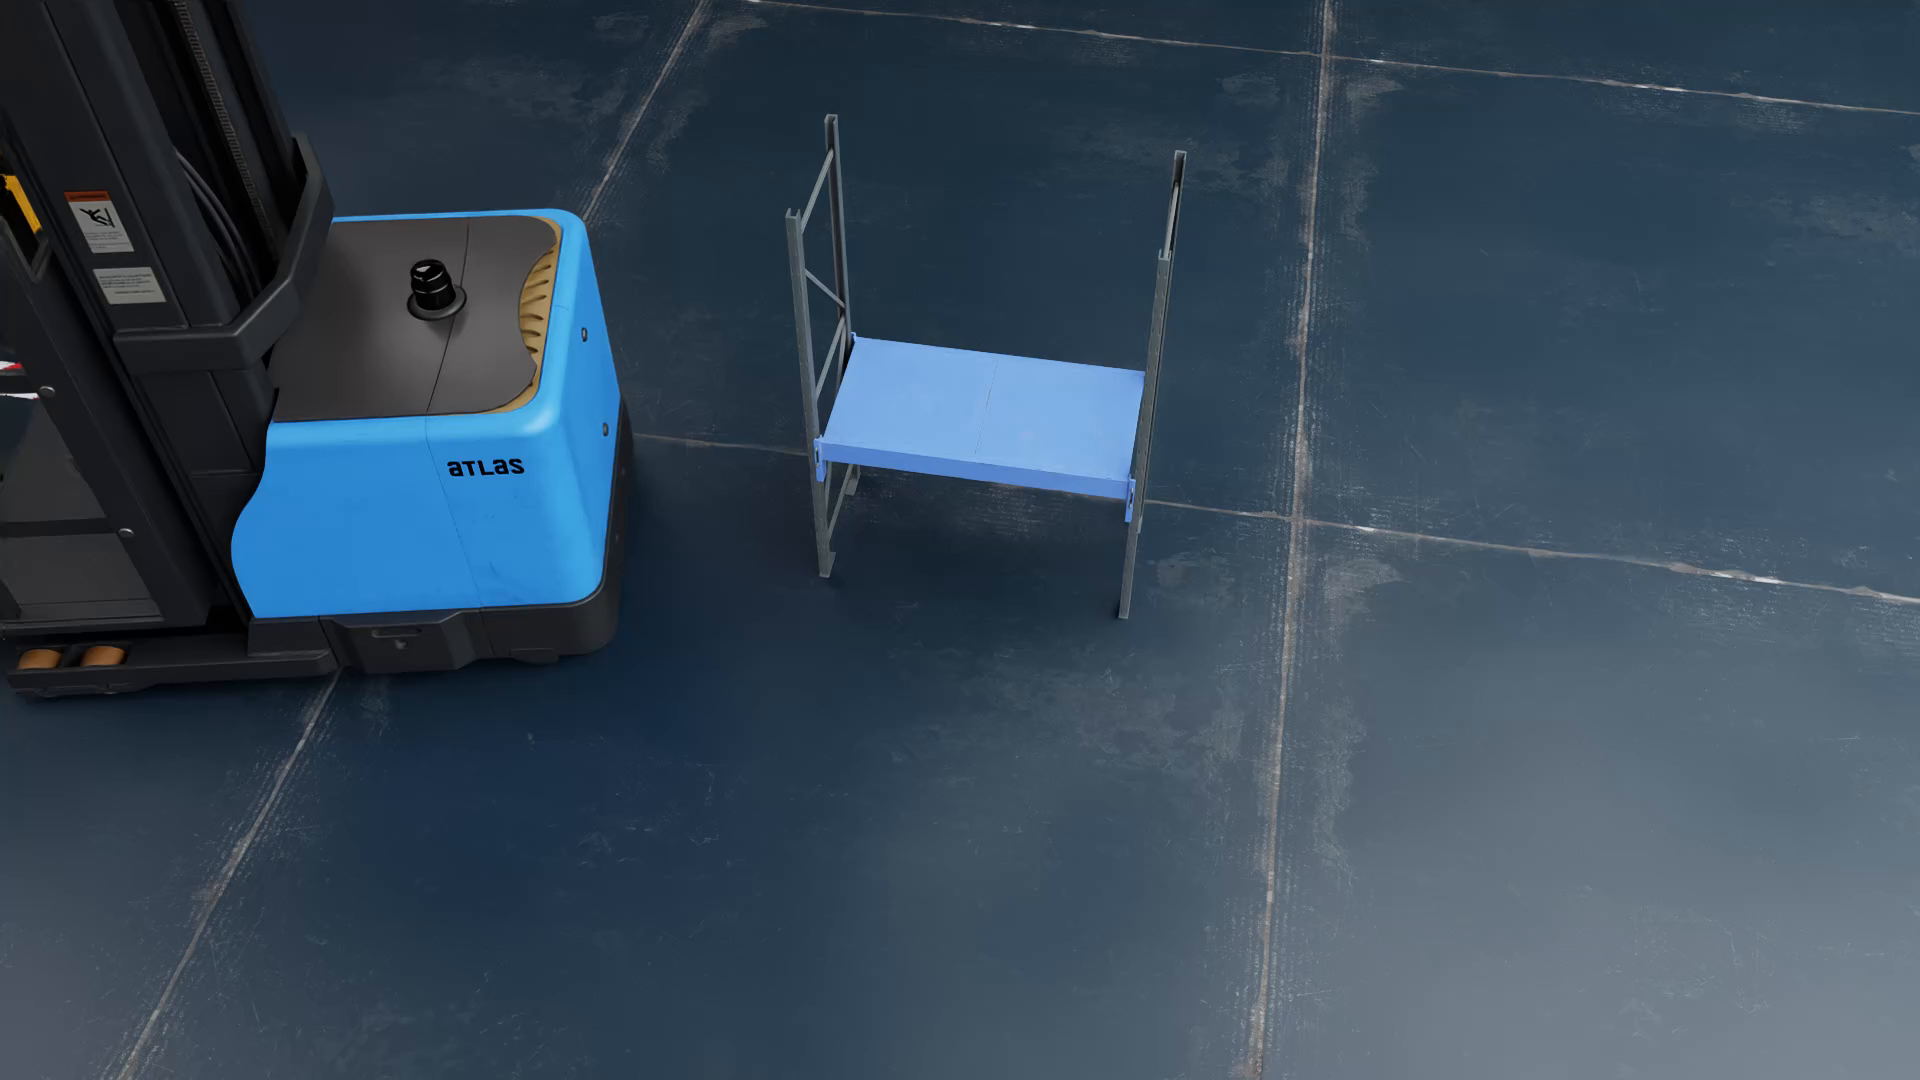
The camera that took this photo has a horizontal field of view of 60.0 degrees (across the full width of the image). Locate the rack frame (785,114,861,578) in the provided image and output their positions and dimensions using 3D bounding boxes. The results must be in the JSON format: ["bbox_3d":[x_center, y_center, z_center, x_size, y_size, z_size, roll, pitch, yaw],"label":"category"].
[{"bbox_3d":[-0.416,-0.557,5.242,0.032,1.500,0.500,8,49,7],"label":"rack frame"}]

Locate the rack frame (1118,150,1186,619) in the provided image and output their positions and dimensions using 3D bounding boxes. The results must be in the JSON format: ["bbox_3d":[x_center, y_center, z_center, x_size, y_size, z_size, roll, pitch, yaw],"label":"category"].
[{"bbox_3d":[0.584,-0.423,5.122,0.032,1.500,0.500,8,49,7],"label":"rack frame"}]

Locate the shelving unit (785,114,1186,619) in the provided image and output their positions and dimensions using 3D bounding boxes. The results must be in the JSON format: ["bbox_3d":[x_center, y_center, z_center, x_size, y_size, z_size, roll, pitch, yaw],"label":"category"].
[{"bbox_3d":[0.084,-0.490,5.182,1.048,1.500,0.538,8,49,7],"label":"shelving unit"}]

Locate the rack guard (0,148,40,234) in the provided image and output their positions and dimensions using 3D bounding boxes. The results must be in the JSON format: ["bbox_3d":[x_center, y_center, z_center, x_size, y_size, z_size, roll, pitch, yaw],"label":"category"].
[{"bbox_3d":[-4.043,-1.279,6.563,0.348,0.500,1.175,8,49,7],"label":"rack guard"}]

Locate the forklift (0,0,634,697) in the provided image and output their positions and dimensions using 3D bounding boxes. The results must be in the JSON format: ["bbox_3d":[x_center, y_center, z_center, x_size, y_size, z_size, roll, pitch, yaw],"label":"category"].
[{"bbox_3d":[-2.653,-0.888,4.577,3.031,2.935,1.130,-3,48,-2],"label":"forklift"}]

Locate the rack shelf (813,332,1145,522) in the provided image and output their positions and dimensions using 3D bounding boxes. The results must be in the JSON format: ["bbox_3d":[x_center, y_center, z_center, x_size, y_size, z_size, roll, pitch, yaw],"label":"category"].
[{"bbox_3d":[0.084,-0.370,5.316,1.000,0.185,0.538,8,49,7],"label":"rack shelf"}]
